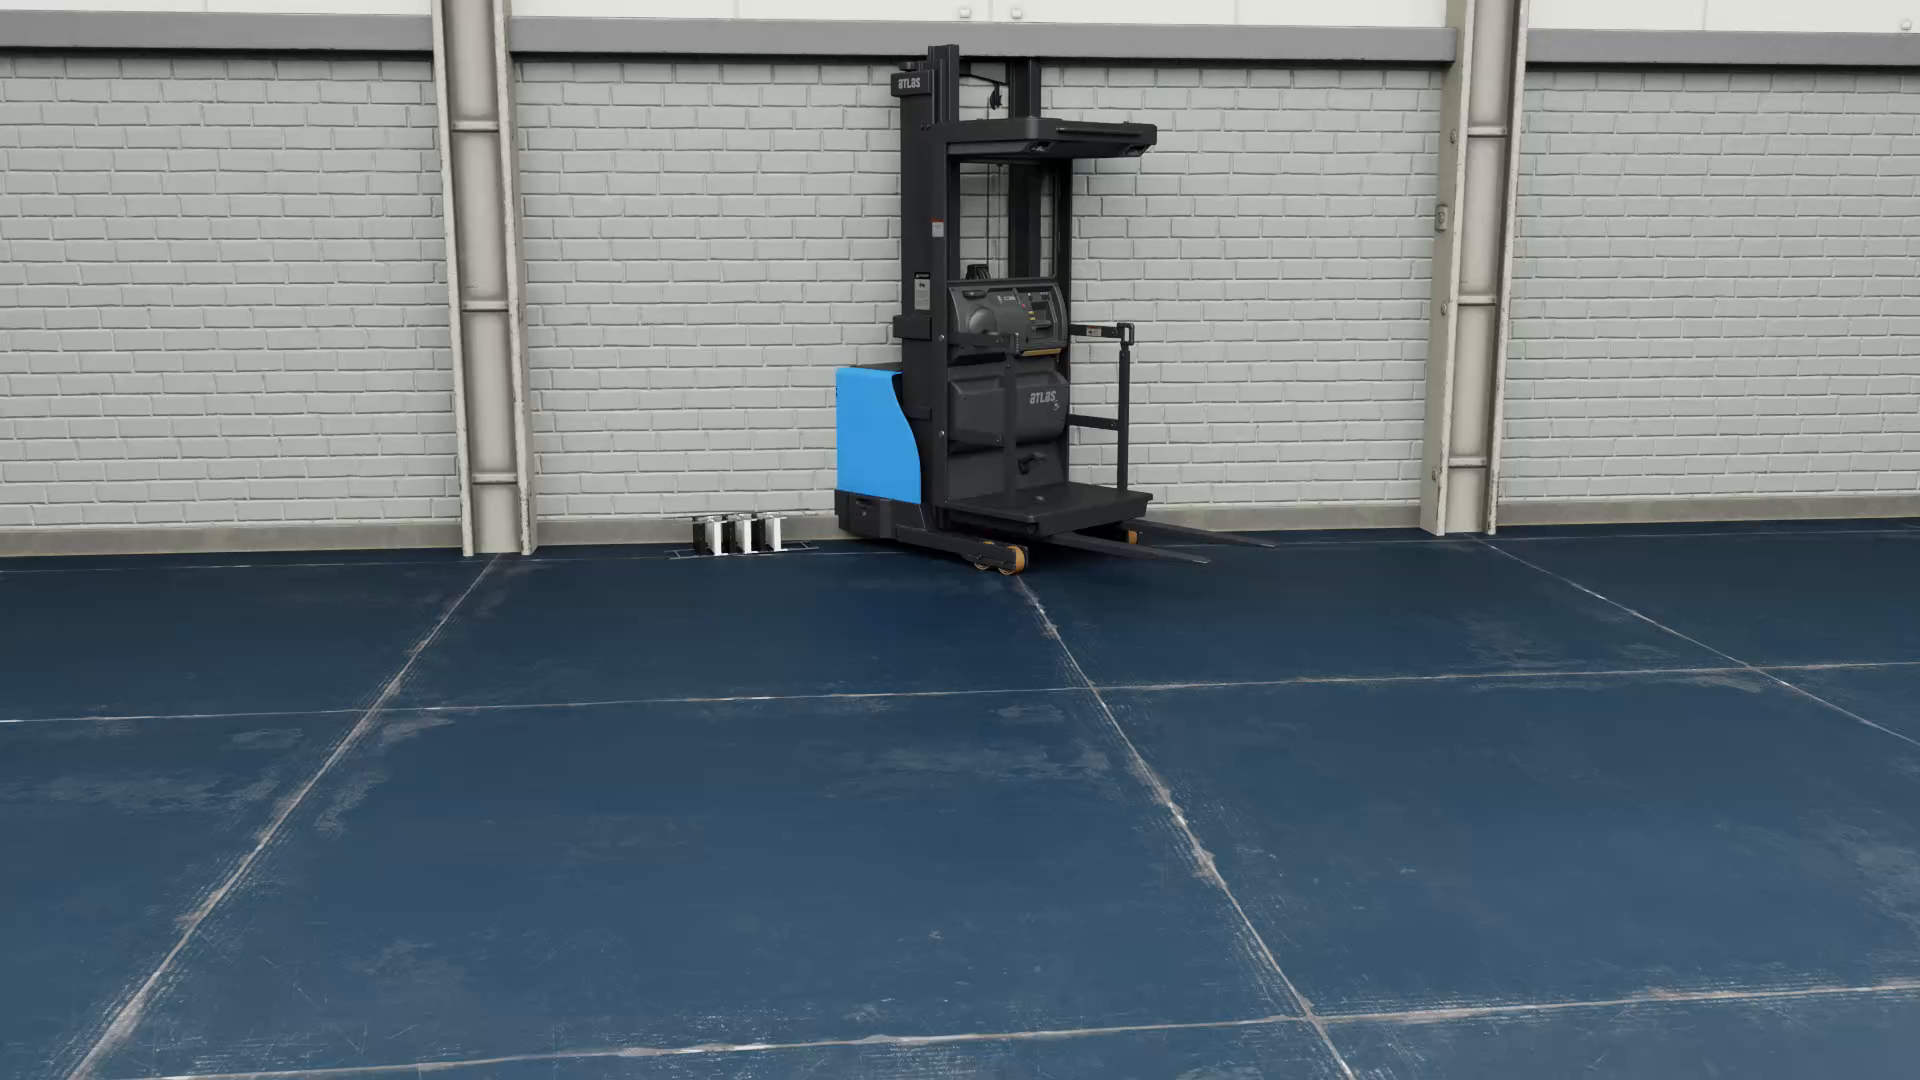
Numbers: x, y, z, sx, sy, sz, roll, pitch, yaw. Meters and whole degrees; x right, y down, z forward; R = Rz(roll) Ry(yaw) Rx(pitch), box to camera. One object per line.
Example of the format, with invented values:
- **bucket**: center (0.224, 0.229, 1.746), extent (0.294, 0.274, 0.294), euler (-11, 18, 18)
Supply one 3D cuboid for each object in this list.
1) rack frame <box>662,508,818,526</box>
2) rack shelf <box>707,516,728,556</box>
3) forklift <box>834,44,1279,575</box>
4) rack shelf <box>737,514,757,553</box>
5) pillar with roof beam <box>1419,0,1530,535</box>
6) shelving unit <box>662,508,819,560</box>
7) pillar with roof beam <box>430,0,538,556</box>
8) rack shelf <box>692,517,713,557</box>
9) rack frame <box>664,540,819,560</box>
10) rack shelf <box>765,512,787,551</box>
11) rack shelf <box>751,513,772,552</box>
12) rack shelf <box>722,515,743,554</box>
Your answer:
- **rack frame**: center (-1.319, -0.141, 9.992), extent (0.900, 0.006, 0.240), euler (-4, 12, -18)
- **rack shelf**: center (-1.457, -0.031, 9.966), extent (0.077, 0.200, 0.258), euler (-4, 12, -18)
- **forklift**: center (0.440, -1.353, 9.653), extent (1.130, 2.935, 3.031), euler (-11, 16, -44)
- **rack shelf**: center (-1.287, -0.043, 10.023), extent (0.077, 0.200, 0.258), euler (-4, 12, -18)
- **pillar with roof beam**: center (3.657, -3.653, 5.620), extent (0.400, 9.000, 9.100), euler (-1, 11, -6)
- **shelving unit**: center (-1.318, -0.041, 10.012), extent (0.900, 0.210, 0.258), euler (-4, 12, -18)
- **pillar with roof beam**: center (-2.308, -3.528, 4.984), extent (0.400, 9.000, 9.100), euler (-1, 11, -6)
- **rack shelf**: center (-1.542, -0.024, 9.938), extent (0.077, 0.200, 0.258), euler (-4, 12, -18)
- **rack frame**: center (-1.317, 0.059, 10.032), extent (0.900, 0.006, 0.240), euler (-4, 12, -18)
- **rack shelf**: center (-1.116, -0.056, 10.079), extent (0.077, 0.200, 0.258), euler (-4, 12, -18)
- **rack shelf**: center (-1.202, -0.050, 10.051), extent (0.077, 0.200, 0.258), euler (-4, 12, -18)
- **rack shelf**: center (-1.372, -0.037, 9.994), extent (0.077, 0.200, 0.258), euler (-4, 12, -18)
